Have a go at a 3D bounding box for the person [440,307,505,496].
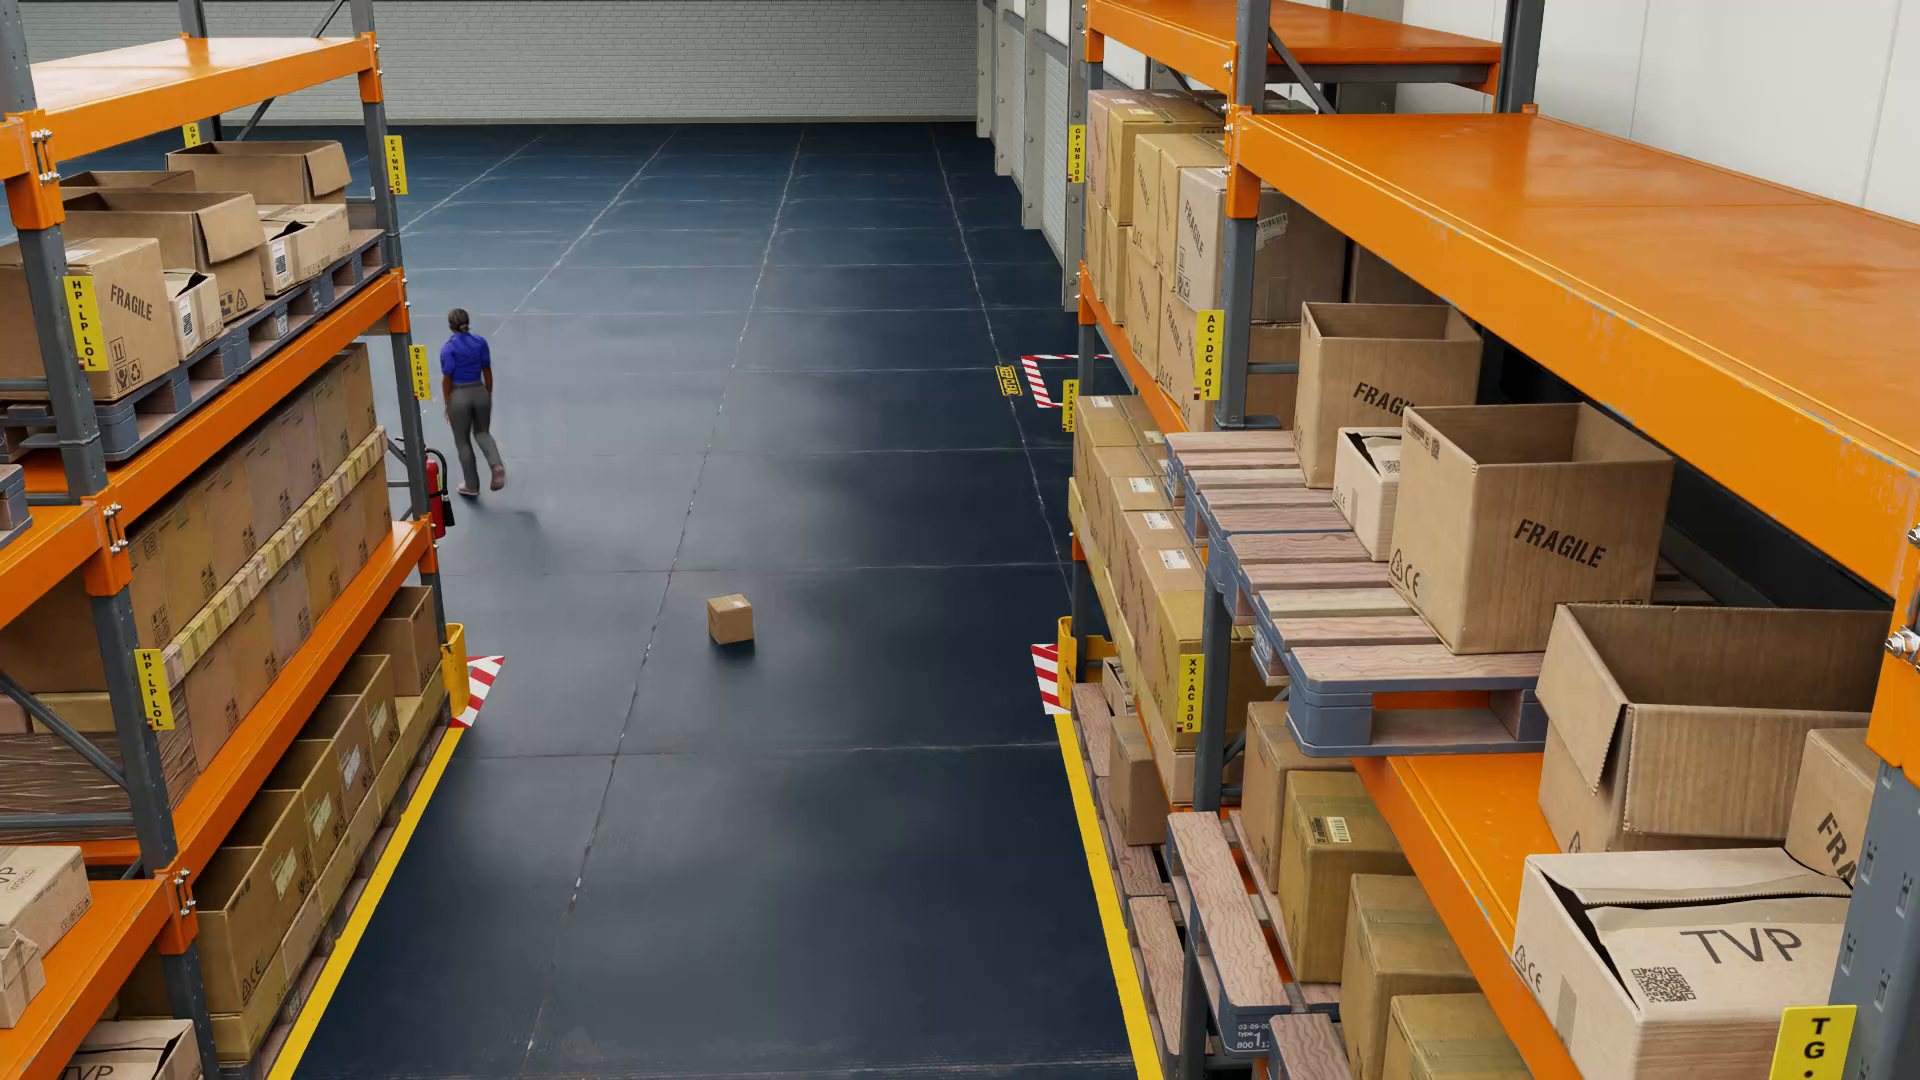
[{"bbox_3d":[-4.160,-1.169,14.154,0.444,1.649,0.491,-19,27,-40],"label":"person"}]
